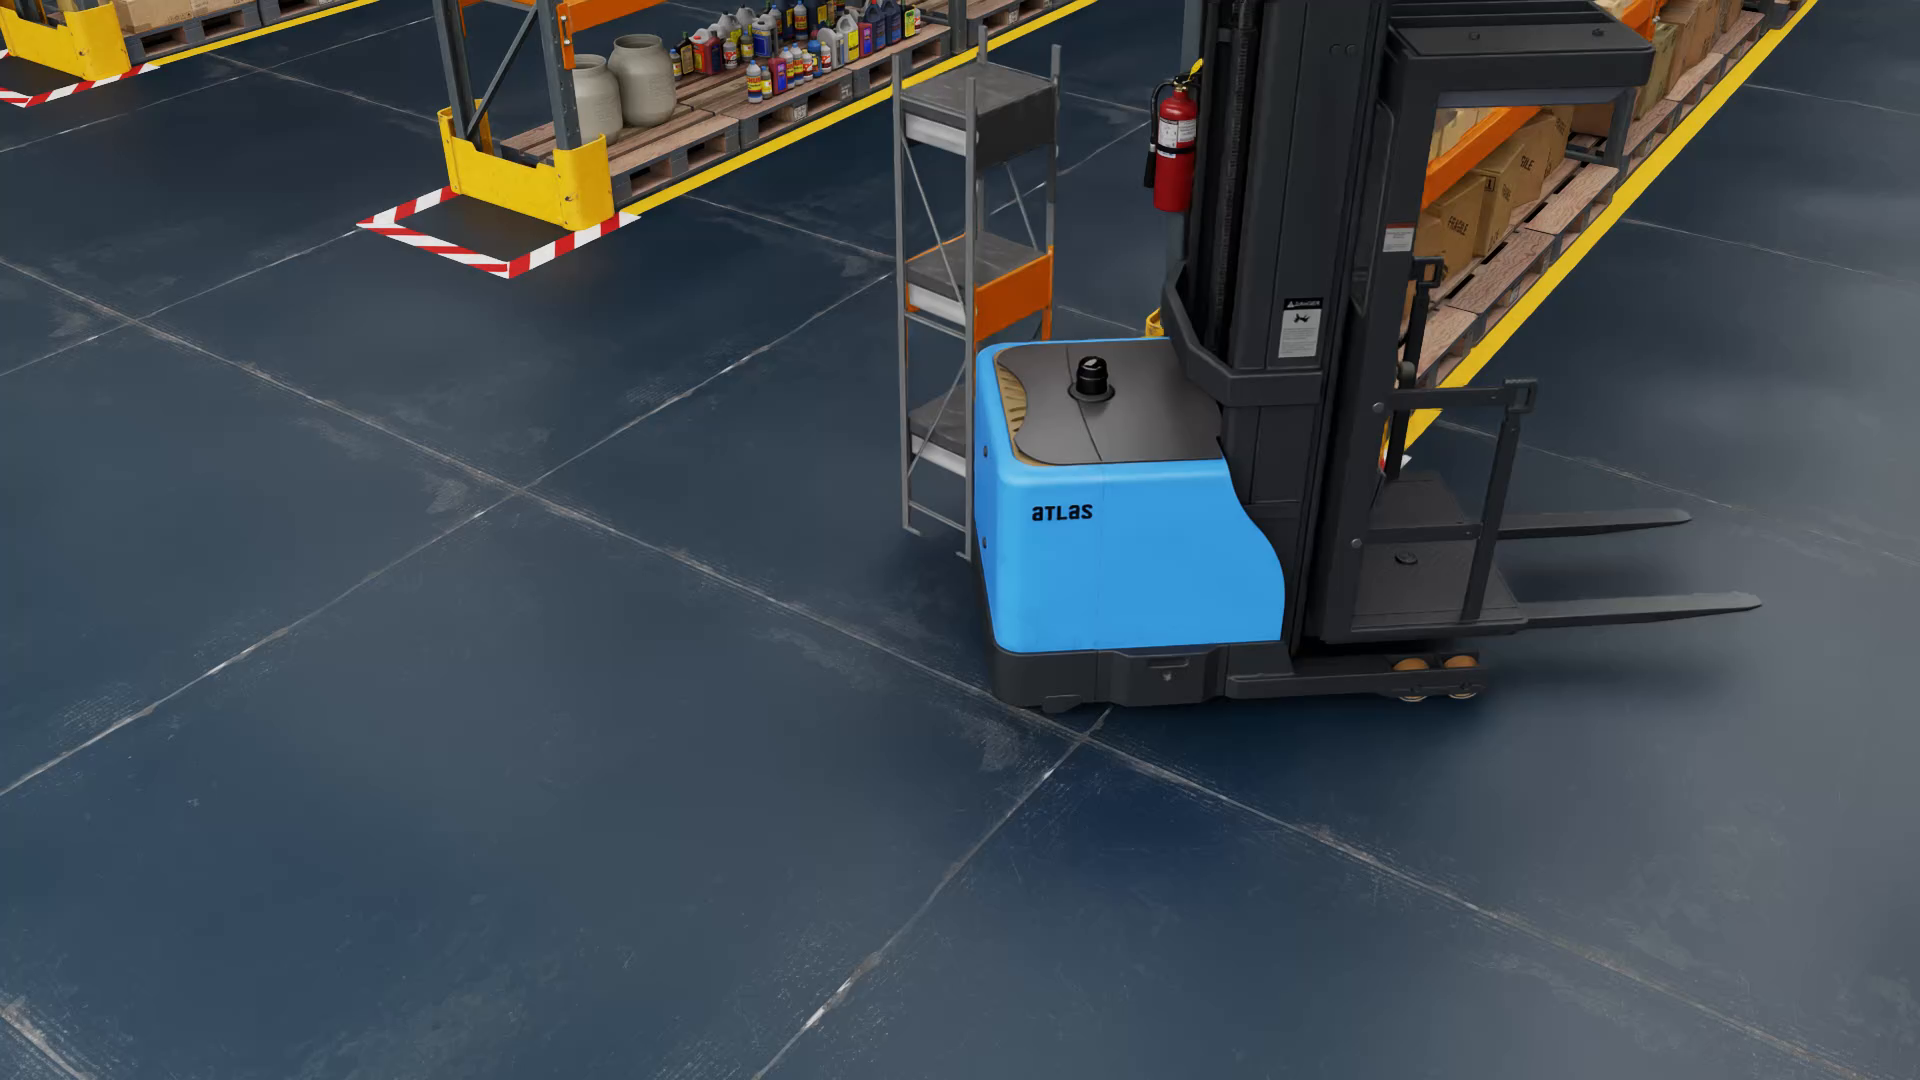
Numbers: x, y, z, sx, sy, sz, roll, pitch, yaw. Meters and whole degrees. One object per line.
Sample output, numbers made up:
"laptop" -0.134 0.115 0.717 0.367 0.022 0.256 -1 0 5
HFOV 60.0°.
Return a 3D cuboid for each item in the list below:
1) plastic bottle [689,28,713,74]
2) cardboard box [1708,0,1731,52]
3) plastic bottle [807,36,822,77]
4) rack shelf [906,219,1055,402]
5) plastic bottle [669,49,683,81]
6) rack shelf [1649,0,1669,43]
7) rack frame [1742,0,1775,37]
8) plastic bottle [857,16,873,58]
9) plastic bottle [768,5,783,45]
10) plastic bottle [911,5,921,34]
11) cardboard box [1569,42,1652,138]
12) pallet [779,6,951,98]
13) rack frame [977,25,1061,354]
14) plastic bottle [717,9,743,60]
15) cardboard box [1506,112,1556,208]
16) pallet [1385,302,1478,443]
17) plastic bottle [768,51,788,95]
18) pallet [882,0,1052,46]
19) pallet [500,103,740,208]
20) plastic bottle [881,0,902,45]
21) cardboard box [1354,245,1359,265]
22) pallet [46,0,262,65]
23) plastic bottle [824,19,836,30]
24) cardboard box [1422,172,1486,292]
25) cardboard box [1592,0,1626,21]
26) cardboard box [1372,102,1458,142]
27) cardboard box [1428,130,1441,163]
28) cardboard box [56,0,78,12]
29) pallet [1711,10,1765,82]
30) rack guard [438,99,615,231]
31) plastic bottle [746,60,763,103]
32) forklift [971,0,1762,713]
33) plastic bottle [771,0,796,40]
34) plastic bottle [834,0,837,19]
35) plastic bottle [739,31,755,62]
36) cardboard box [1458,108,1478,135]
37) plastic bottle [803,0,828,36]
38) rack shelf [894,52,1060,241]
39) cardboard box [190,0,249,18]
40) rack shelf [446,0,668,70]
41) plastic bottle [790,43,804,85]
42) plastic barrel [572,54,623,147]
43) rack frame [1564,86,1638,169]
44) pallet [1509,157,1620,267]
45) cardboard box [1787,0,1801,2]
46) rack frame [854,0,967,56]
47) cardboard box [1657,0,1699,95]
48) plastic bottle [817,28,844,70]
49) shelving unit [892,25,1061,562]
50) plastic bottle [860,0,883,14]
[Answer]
"plastic bottle" -1.821 -3.447 11.709 0.152 0.276 0.135 22 40 29
"cardboard box" 5.285 -3.973 12.286 0.700 0.500 0.500 18 38 24
"plastic bottle" -1.017 -3.385 11.620 0.097 0.271 0.097 0 34 0
"rack shelf" 0.065 -0.942 6.793 0.431 0.518 0.480 26 42 33
"plastic bottle" -1.987 -3.309 11.571 0.097 0.201 0.097 0 34 0
"rack shelf" 4.816 -4.182 11.399 1.077 0.370 4.000 21 39 28
"rack frame" 5.956 -5.400 12.558 1.000 3.000 0.127 21 39 28
"plastic bottle" -0.692 -3.634 11.978 0.061 0.283 0.133 24 41 31
"plastic bottle" -1.356 -3.788 12.217 0.097 0.271 0.097 0 34 0
"plastic bottle" -0.345 -3.898 12.442 0.097 0.201 0.097 0 34 0
"cardboard box" 4.043 -2.982 10.821 0.700 0.500 0.500 18 38 25
"pallet" -0.811 -3.691 12.519 1.003 0.211 1.213 21 39 28
"rack frame" 0.227 -1.056 6.936 0.400 2.100 0.015 26 42 33
"plastic bottle" -1.651 -3.620 11.897 0.144 0.351 0.185 23 40 30
"cardboard box" 3.094 -2.261 9.772 0.500 0.500 0.500 -23 40 -30
"pallet" 1.930 -0.961 8.483 1.003 0.211 1.213 21 39 28
"plastic bottle" -1.241 -3.191 11.323 0.061 0.283 0.133 22 40 29
"pallet" 0.022 -4.360 13.509 1.003 0.211 1.213 21 39 28
"pallet" -2.202 -2.568 10.859 1.003 0.211 1.213 21 39 28
"plastic bottle" -0.524 -3.838 12.220 0.144 0.351 0.185 20 39 27
"cardboard box" 1.764 -1.139 8.114 0.500 0.500 0.500 -29 43 -35
"pallet" -6.340 -4.095 13.117 1.003 0.211 1.213 21 39 28
"plastic bottle" -0.917 -3.594 11.919 0.061 0.283 0.133 21 39 28
"cardboard box" 2.450 -1.707 8.954 0.500 0.500 0.500 25 42 32
"cardboard box" 3.401 -2.904 9.091 0.380 0.149 0.250 21 39 28
"cardboard box" 1.731 -2.128 7.364 0.875 0.500 0.500 21 39 28
"cardboard box" 1.911 -1.779 7.427 0.380 0.149 0.250 21 39 28
"cardboard box" -6.679 -4.261 12.953 0.500 0.250 0.500 21 39 28
"pallet" 5.509 -3.886 12.808 1.003 0.211 1.213 21 39 28
"rack guard" -2.670 -2.315 10.228 1.175 0.500 0.348 21 39 28
"plastic bottle" -1.385 -3.088 11.181 0.097 0.271 0.097 0 34 0
"forklift" 1.592 -0.892 5.953 3.031 2.935 1.130 -3 34 -4
"plastic bottle" -1.302 -3.901 12.313 0.144 0.351 0.185 20 39 26
"plastic bottle" -0.993 -4.111 12.757 0.097 0.201 0.097 0 34 0
"plastic bottle" -1.527 -3.539 11.911 0.097 0.201 0.097 0 34 0
"cardboard box" 2.192 -2.011 7.770 0.380 0.149 0.250 21 39 28
"plastic bottle" -1.076 -3.942 12.373 0.144 0.351 0.185 21 39 28
"rack shelf" 0.065 -1.522 6.401 0.431 0.518 0.480 26 42 33
"cardboard box" -5.971 -4.327 13.050 0.500 0.250 0.500 21 39 28
"rack shelf" -1.534 -3.923 11.016 1.077 0.370 4.000 21 39 28
"plastic bottle" -1.132 -3.292 11.482 0.097 0.271 0.097 0 34 0
"plastic barrel" -2.362 -2.772 10.517 0.421 0.512 0.421 0 34 0
"rack frame" 3.675 -3.560 9.836 1.000 3.000 0.127 21 39 28
"pallet" 3.321 -2.084 10.143 1.003 0.211 1.213 21 39 28
"cardboard box" 6.367 -5.005 13.495 1.225 0.875 0.875 19 39 26
"rack frame" -0.394 -5.142 12.175 1.000 3.000 0.127 21 39 28
"cardboard box" 4.649 -3.453 11.517 0.700 0.500 0.500 18 38 24
"plastic bottle" -0.914 -3.497 11.782 0.152 0.276 0.135 22 40 29
"shelving unit" 0.065 -0.954 6.785 0.431 2.100 0.503 26 42 33
"plastic bottle" -0.643 -3.884 12.288 0.144 0.351 0.185 21 39 28
